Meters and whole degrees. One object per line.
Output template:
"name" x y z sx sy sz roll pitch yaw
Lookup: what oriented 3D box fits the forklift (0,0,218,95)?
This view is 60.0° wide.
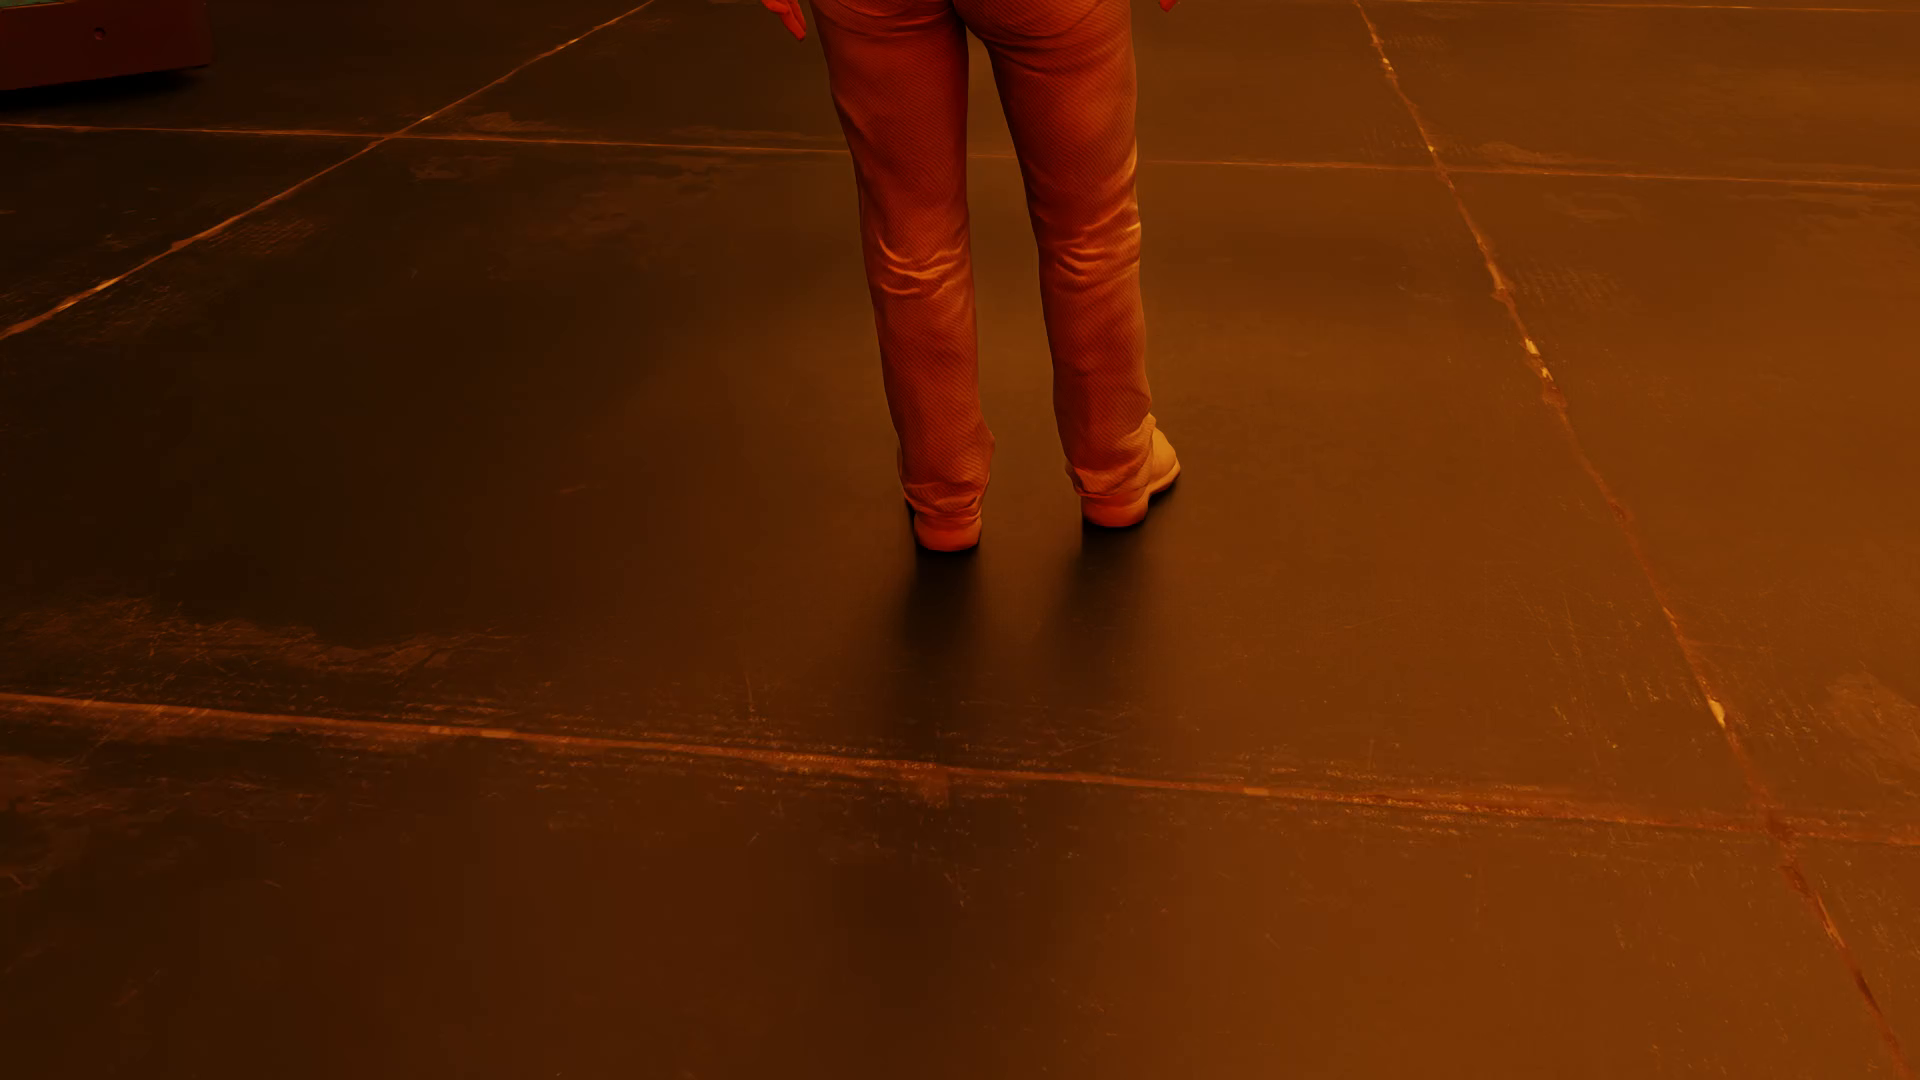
"forklift" -3.834 -3.168 5.568 1.130 2.935 3.031 -22 34 -37

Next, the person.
"person" 0.017 -0.828 2.157 0.632 1.773 0.564 3 27 7
